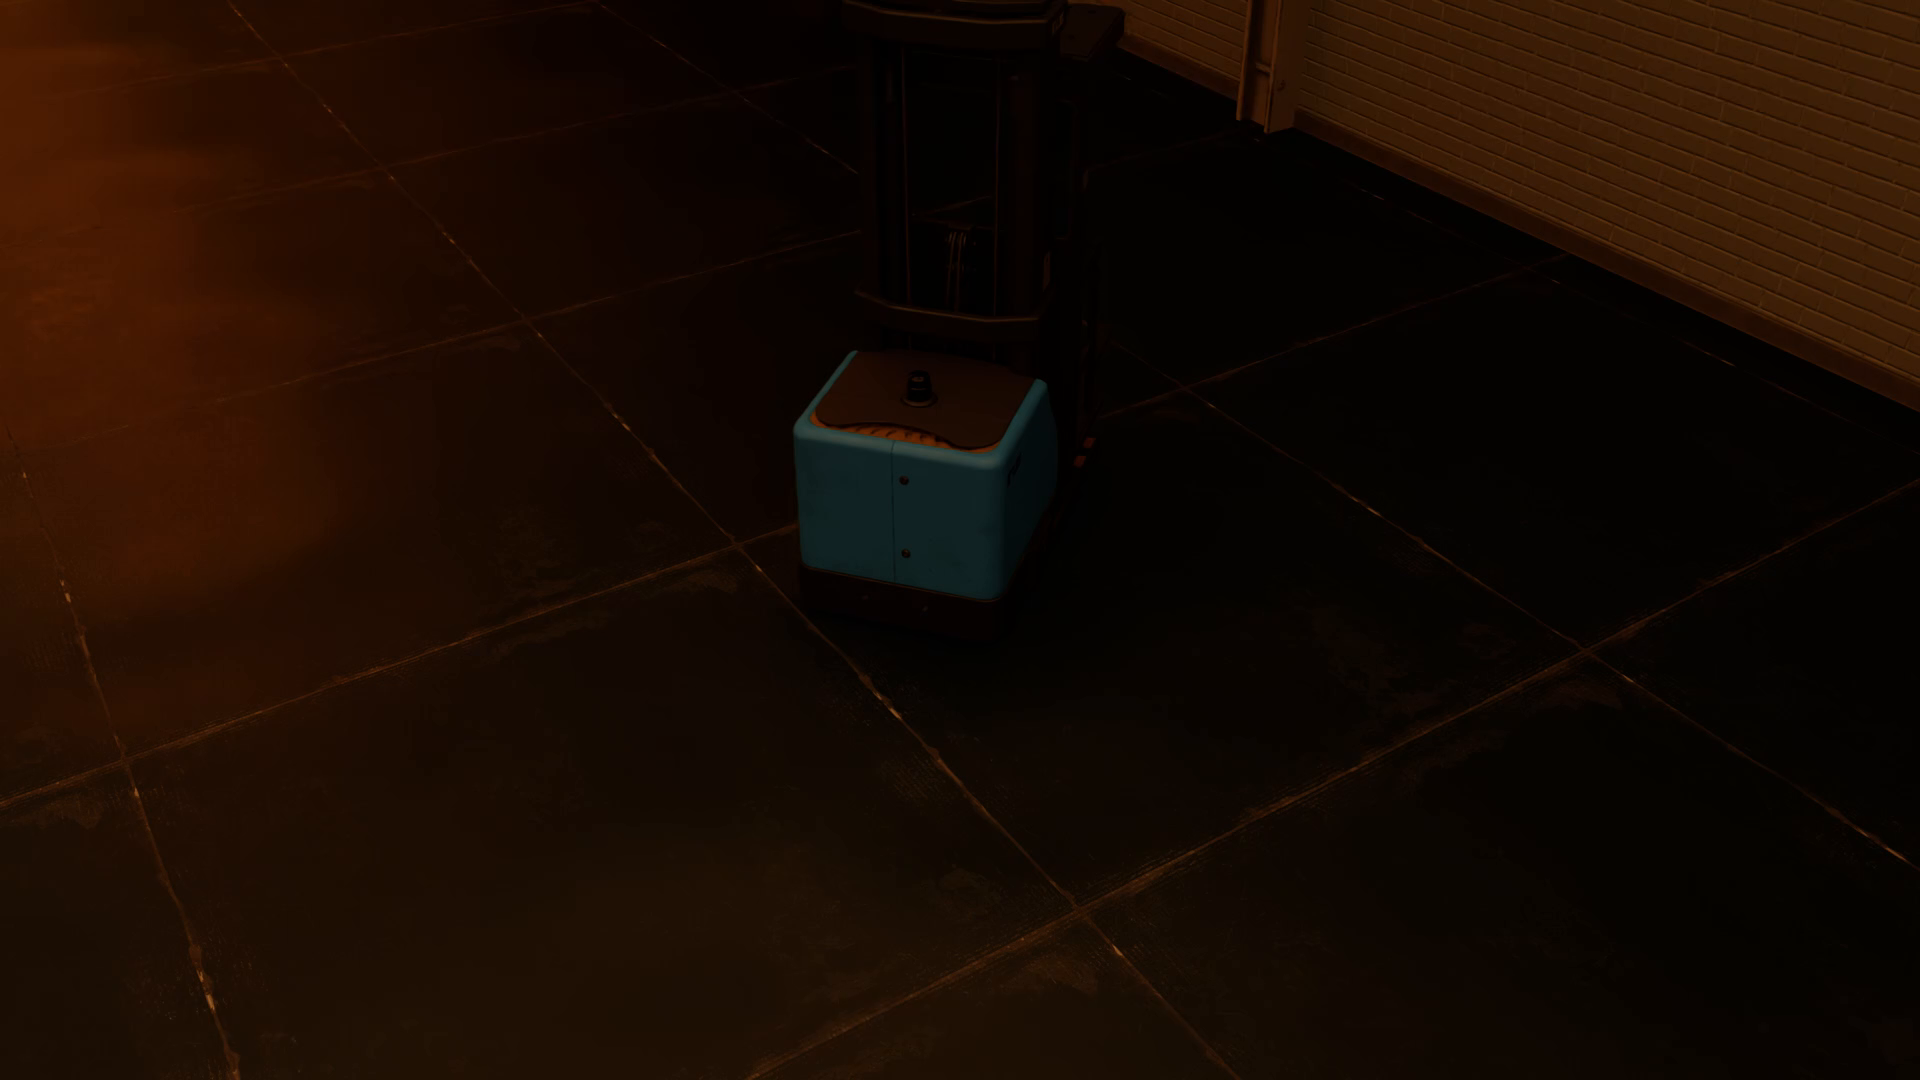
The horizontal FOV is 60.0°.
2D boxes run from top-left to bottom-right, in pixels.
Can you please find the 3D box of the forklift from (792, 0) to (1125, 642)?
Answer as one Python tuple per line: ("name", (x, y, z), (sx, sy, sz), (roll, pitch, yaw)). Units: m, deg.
("forklift", (0.147, -1.562, 8.371), (1.130, 2.935, 3.031), (10, 36, 14))
